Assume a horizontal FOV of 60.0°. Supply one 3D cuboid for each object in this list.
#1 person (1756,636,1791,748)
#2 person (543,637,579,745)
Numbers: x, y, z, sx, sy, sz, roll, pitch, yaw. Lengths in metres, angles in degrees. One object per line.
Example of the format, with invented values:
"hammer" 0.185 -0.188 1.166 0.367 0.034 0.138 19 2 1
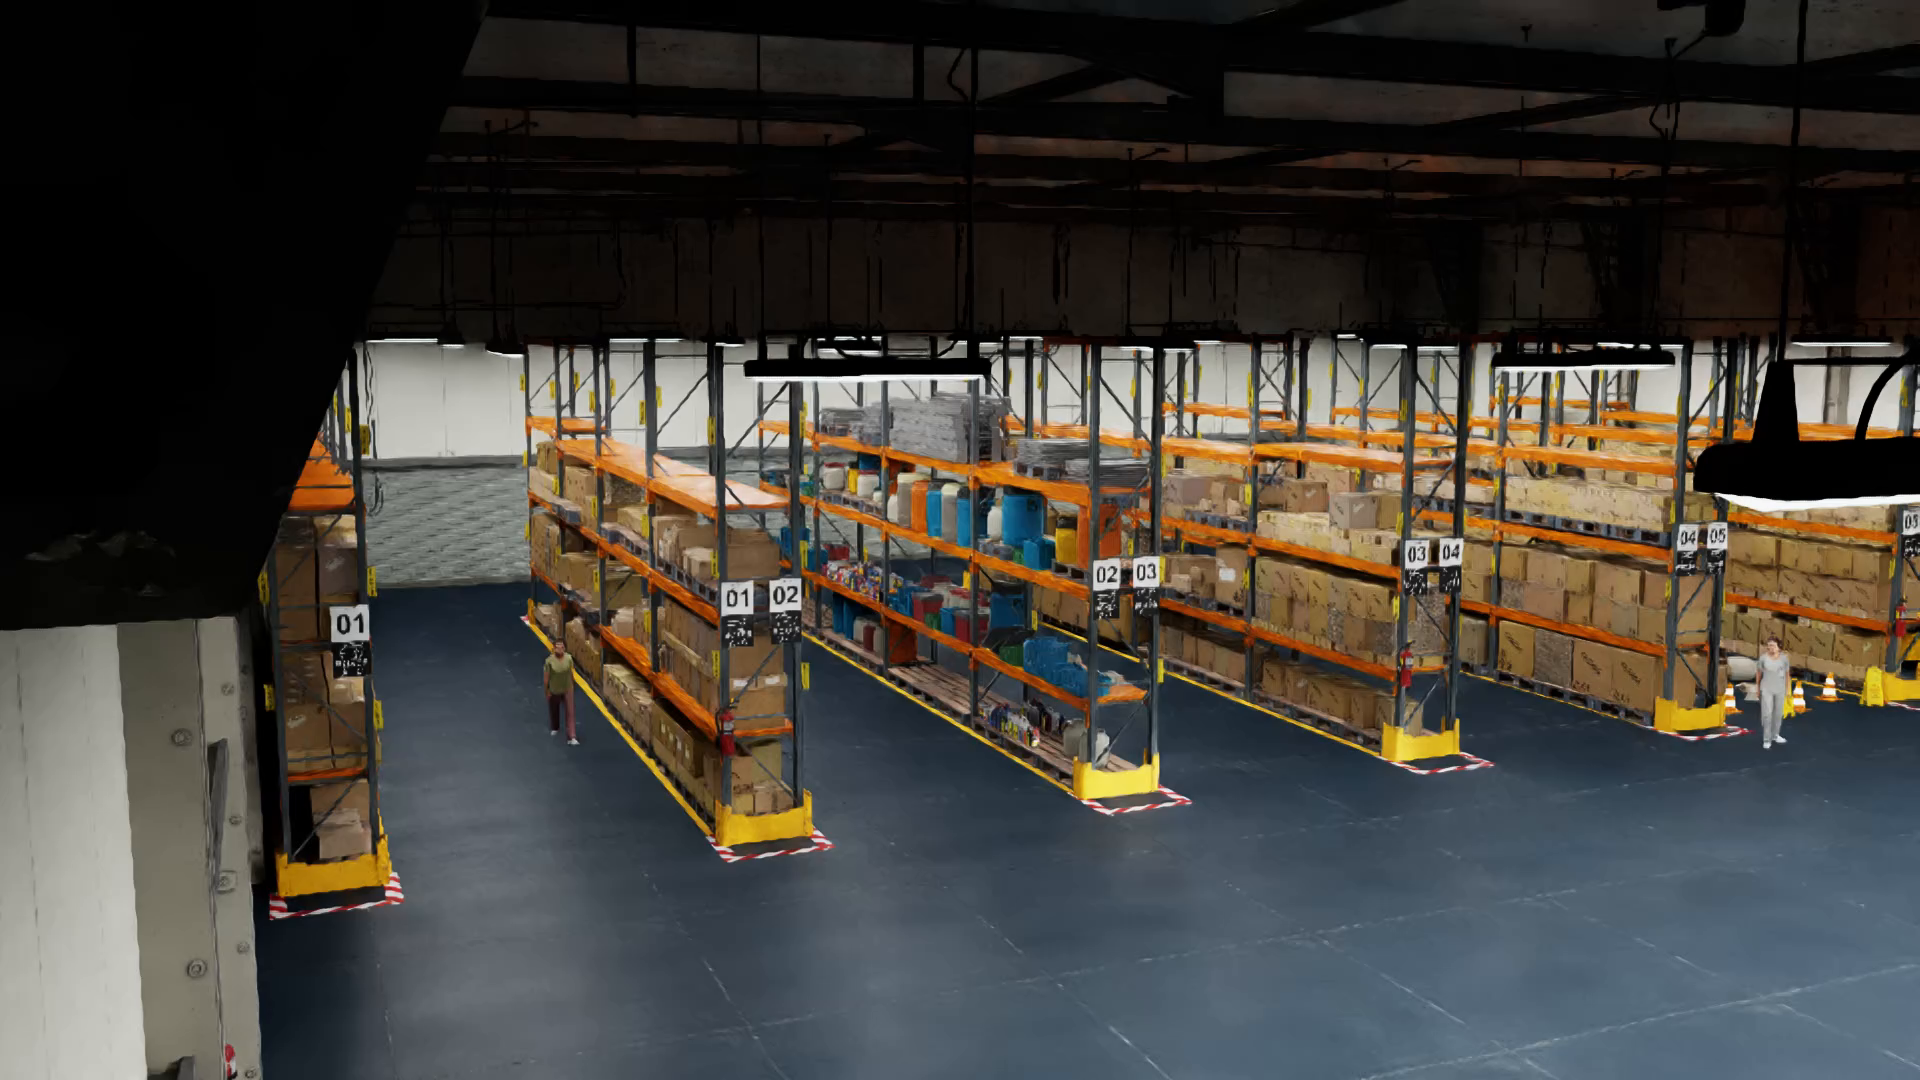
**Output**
"person" 12.095 2.235 24.744 0.493 1.661 0.571 2 8 15
"person" -5.987 2.232 24.860 0.448 1.587 1.110 -3 8 -20
